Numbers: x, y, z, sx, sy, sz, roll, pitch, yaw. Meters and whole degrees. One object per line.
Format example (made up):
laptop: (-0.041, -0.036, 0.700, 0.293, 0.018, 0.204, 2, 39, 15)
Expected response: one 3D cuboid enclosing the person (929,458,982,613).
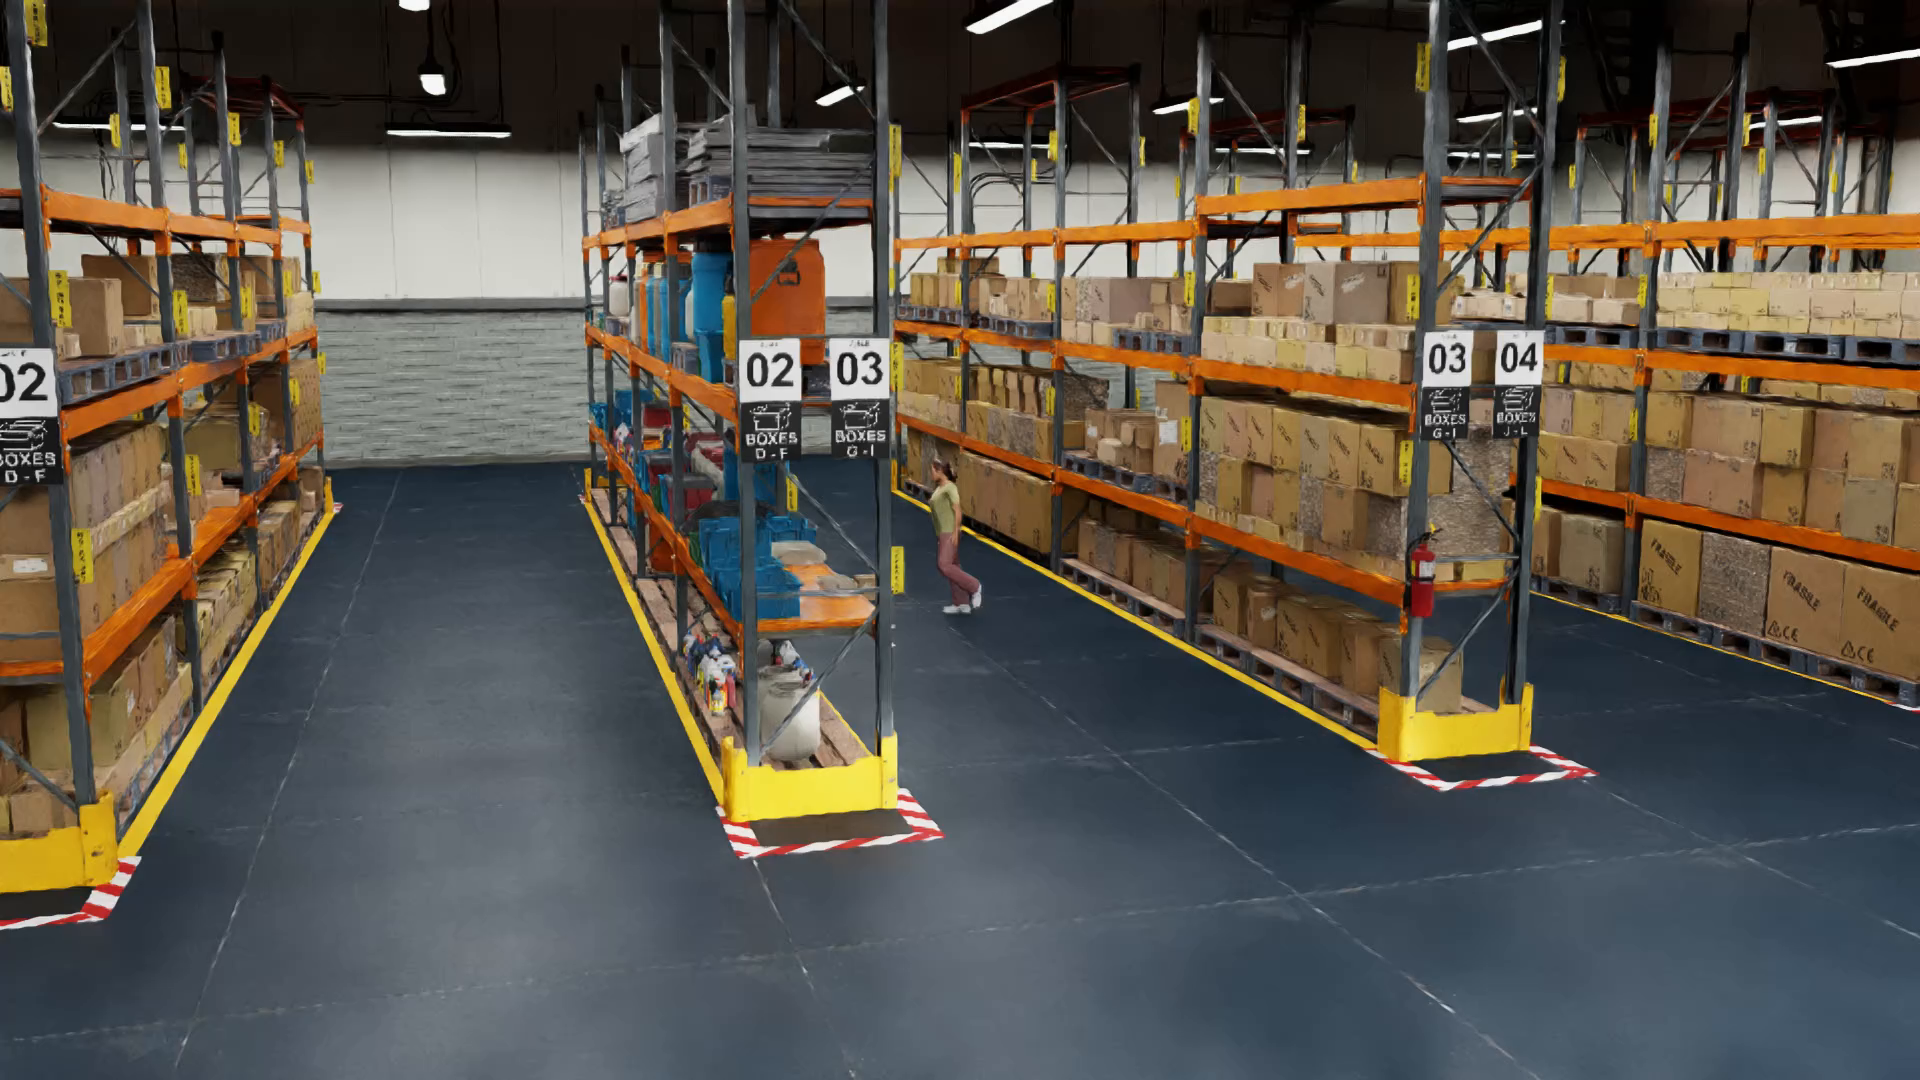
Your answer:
person: (-0.047, -0.050, 17.746, 0.513, 1.639, 0.559, -3, 10, -16)
